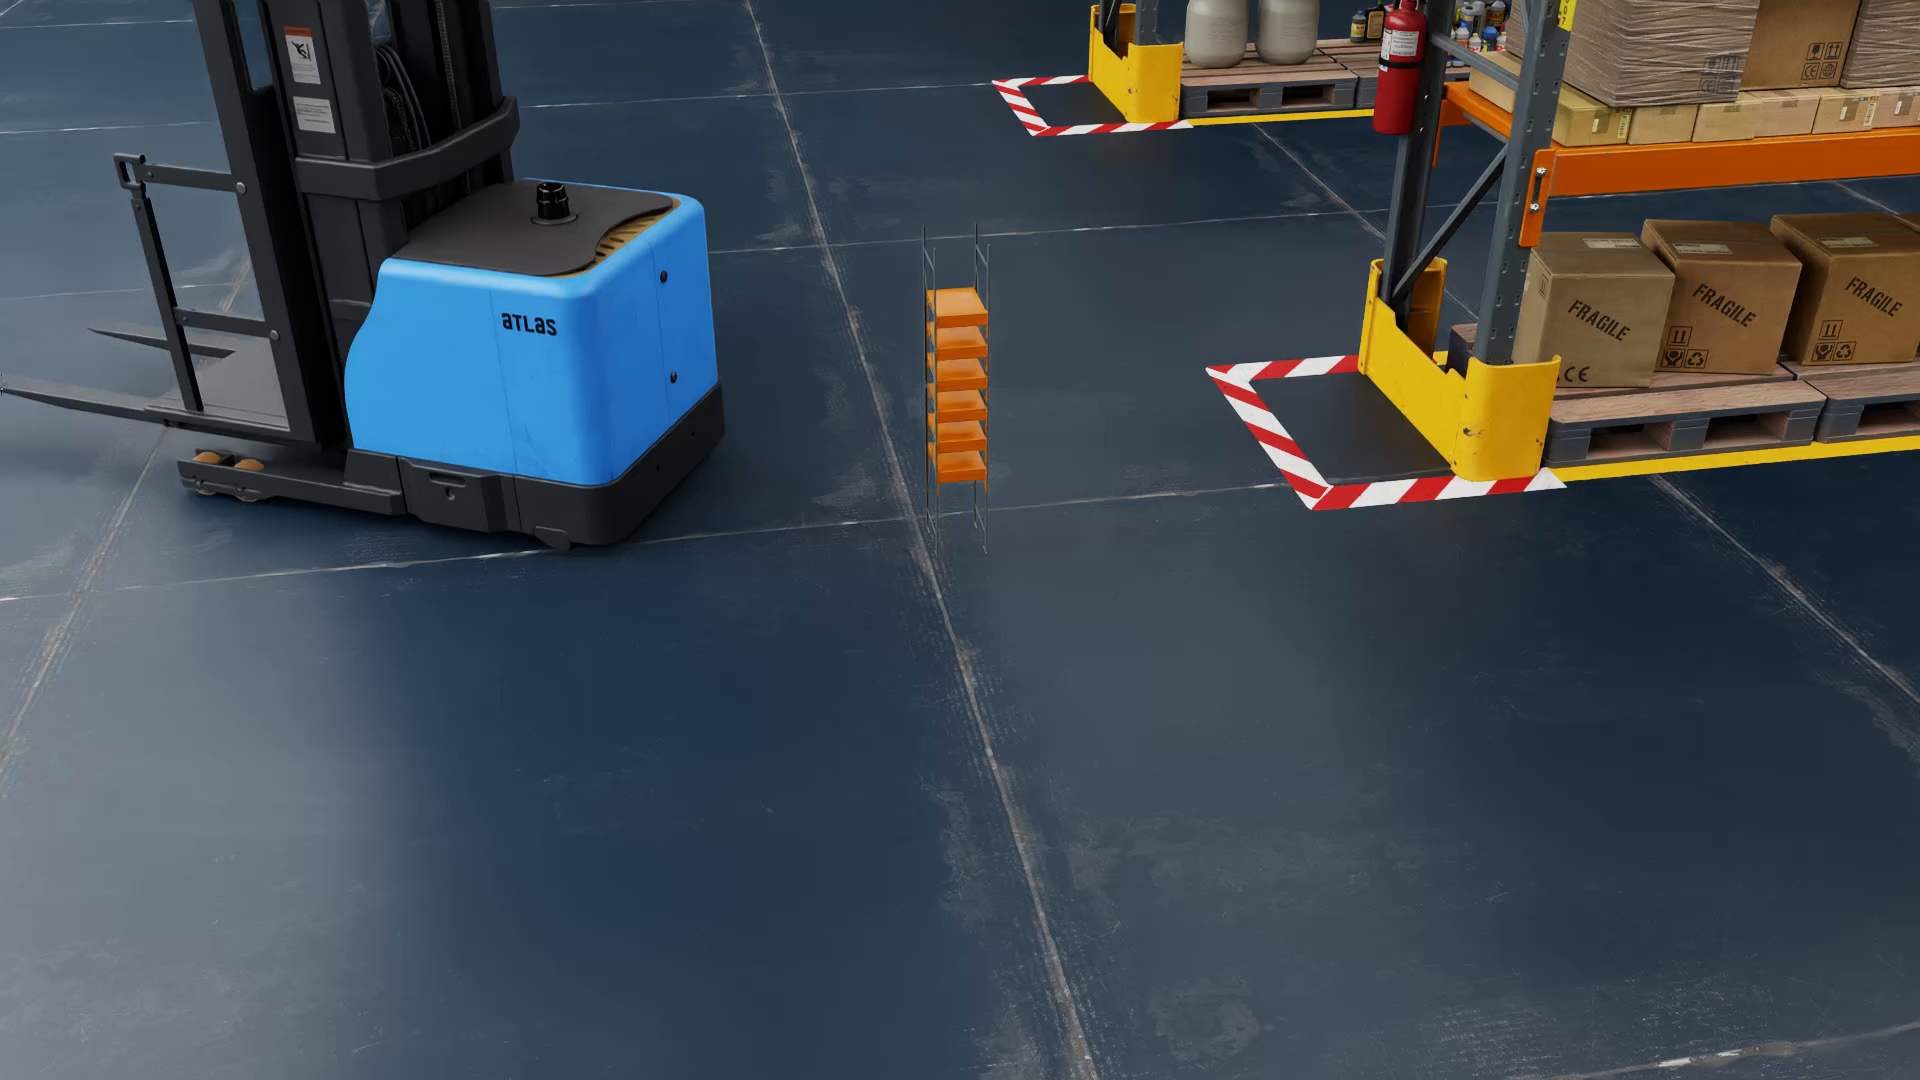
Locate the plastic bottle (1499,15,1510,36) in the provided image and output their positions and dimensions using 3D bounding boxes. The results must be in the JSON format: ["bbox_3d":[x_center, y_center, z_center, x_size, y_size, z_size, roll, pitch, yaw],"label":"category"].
[{"bbox_3d":[3.777,-3.464,11.428,0.133,0.283,0.061,-5,31,-9],"label":"plastic bottle"}]

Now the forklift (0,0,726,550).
[{"bbox_3d":[-2.541,-1.654,6.172,3.031,2.935,1.130,9,32,15],"label":"forklift"}]

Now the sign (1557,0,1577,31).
[{"bbox_3d":[2.100,-1.923,5.707,0.005,0.325,0.100,-5,31,-9],"label":"sign"}]

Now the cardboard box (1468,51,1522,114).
[{"bbox_3d":[2.246,-1.841,6.669,0.250,0.149,0.380,-5,31,-9],"label":"cardboard box"}]

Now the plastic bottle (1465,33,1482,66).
[{"bbox_3d":[3.483,-3.333,11.285,0.097,0.201,0.097,0,30,0],"label":"plastic bottle"}]

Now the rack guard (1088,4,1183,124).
[{"bbox_3d":[1.177,-3.243,11.271,0.348,0.500,1.175,-5,31,-9],"label":"rack guard"}]

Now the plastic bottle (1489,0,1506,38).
[{"bbox_3d":[3.853,-3.752,11.930,0.097,0.271,0.097,0,30,0],"label":"plastic bottle"}]

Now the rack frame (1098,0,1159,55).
[{"bbox_3d":[1.110,-4.290,10.586,0.127,3.000,1.000,-5,31,-9],"label":"rack frame"}]

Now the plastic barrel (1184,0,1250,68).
[{"bbox_3d":[1.744,-3.496,11.277,0.421,0.512,0.421,0,30,0],"label":"plastic barrel"}]

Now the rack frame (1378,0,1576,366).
[{"bbox_3d":[2.002,-1.820,6.386,0.127,3.000,1.000,-5,31,-9],"label":"rack frame"}]

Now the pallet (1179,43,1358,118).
[{"bbox_3d":[1.977,-3.190,11.466,1.213,0.211,1.003,-5,31,-9],"label":"pallet"}]

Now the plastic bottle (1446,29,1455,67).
[{"bbox_3d":[3.287,-3.345,11.237,0.097,0.271,0.097,0,30,0],"label":"plastic bottle"}]

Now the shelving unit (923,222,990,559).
[{"bbox_3d":[-0.014,-0.516,5.944,0.189,1.200,0.258,-5,31,-9],"label":"shelving unit"}]

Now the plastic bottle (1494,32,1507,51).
[{"bbox_3d":[3.685,-3.351,11.317,0.097,0.201,0.097,0,30,0],"label":"plastic bottle"}]

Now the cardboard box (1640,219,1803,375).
[{"bbox_3d":[3.202,-1.044,7.118,0.500,0.500,0.500,2,31,4],"label":"cardboard box"}]

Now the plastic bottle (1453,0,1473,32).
[{"bbox_3d":[3.572,-3.780,11.898,0.185,0.351,0.144,-6,31,-9],"label":"plastic bottle"}]

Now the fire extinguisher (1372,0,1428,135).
[{"bbox_3d":[1.807,-2.006,6.779,0.183,0.674,0.296,-5,31,-9],"label":"fire extinguisher"}]

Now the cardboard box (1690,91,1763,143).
[{"bbox_3d":[2.824,-1.648,6.341,0.250,0.149,0.380,-5,31,-9],"label":"cardboard box"}]

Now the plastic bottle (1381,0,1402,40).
[{"bbox_3d":[3.091,-3.701,11.838,0.135,0.276,0.152,-5,31,-9],"label":"plastic bottle"}]

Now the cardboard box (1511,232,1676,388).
[{"bbox_3d":[2.620,-0.972,6.996,0.500,0.500,0.500,0,30,0],"label":"cardboard box"}]

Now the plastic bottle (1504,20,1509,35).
[{"bbox_3d":[3.796,-3.408,11.340,0.135,0.276,0.152,-5,31,-8],"label":"plastic bottle"}]

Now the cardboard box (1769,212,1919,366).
[{"bbox_3d":[3.821,-1.092,7.199,0.500,0.500,0.500,-3,31,-4],"label":"cardboard box"}]

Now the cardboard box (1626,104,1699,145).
[{"bbox_3d":[2.575,-1.632,6.315,0.250,0.149,0.380,-5,31,-9],"label":"cardboard box"}]

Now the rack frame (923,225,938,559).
[{"bbox_3d":[-0.104,-0.508,5.929,0.006,1.200,0.240,-5,31,-9],"label":"rack frame"}]

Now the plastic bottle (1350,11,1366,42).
[{"bbox_3d":[2.838,-3.659,11.841,0.097,0.201,0.097,0,30,0],"label":"plastic bottle"}]

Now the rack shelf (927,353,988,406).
[{"bbox_3d":[-0.014,-0.581,5.905,0.180,0.103,0.258,-5,31,-9],"label":"rack shelf"}]

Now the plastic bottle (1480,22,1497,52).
[{"bbox_3d":[3.585,-3.372,11.284,0.097,0.271,0.097,0,30,0],"label":"plastic bottle"}]

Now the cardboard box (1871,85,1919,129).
[{"bbox_3d":[3.554,-1.737,6.492,0.250,0.149,0.380,-5,31,-9],"label":"cardboard box"}]

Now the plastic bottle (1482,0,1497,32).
[{"bbox_3d":[3.821,-3.795,11.991,0.133,0.283,0.061,-4,31,-7],"label":"plastic bottle"}]

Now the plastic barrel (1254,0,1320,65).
[{"bbox_3d":[2.237,-3.542,11.355,0.421,0.512,0.421,0,30,0],"label":"plastic barrel"}]

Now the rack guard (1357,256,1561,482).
[{"bbox_3d":[2.077,-0.750,7.032,0.348,0.500,1.175,-5,31,-9],"label":"rack guard"}]

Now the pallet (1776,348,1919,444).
[{"bbox_3d":[4.080,-0.791,7.388,1.213,0.211,1.003,-5,31,-9],"label":"pallet"}]

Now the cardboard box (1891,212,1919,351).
[{"bbox_3d":[4.378,-1.120,7.248,0.500,0.500,0.500,-8,31,-13],"label":"cardboard box"}]

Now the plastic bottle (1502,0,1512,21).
[{"bbox_3d":[3.991,-3.819,11.964,0.185,0.351,0.144,-7,31,-11],"label":"plastic bottle"}]

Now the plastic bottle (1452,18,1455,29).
[{"bbox_3d":[3.454,-3.642,11.812,0.097,0.201,0.097,0,30,0],"label":"plastic bottle"}]

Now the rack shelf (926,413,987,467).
[{"bbox_3d":[-0.014,-0.374,6.027,0.180,0.103,0.258,-5,31,-9],"label":"rack shelf"}]

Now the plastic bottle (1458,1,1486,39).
[{"bbox_3d":[3.624,-3.676,11.795,0.135,0.276,0.152,-5,31,-9],"label":"plastic bottle"}]

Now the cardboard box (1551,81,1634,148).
[{"bbox_3d":[2.326,-1.619,6.292,0.250,0.149,0.380,-5,31,-9],"label":"cardboard box"}]

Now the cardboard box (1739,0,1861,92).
[{"bbox_3d":[3.019,-2.134,6.527,0.500,0.500,0.875,-5,31,-9],"label":"cardboard box"}]

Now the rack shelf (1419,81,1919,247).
[{"bbox_3d":[3.970,-1.693,6.879,4.000,0.370,1.077,-5,31,-9],"label":"rack shelf"}]

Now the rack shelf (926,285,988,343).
[{"bbox_3d":[-0.014,-0.788,5.784,0.180,0.103,0.258,-5,31,-9],"label":"rack shelf"}]

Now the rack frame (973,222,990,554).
[{"bbox_3d":[0.076,-0.524,5.958,0.006,1.200,0.240,-5,31,-9],"label":"rack frame"}]

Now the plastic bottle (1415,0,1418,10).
[{"bbox_3d":[3.227,-3.713,11.859,0.135,0.276,0.152,-6,31,-10],"label":"plastic bottle"}]

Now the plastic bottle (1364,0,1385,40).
[{"bbox_3d":[2.950,-3.714,11.854,0.133,0.283,0.061,-5,31,-8],"label":"plastic bottle"}]

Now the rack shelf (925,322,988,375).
[{"bbox_3d":[-0.014,-0.684,5.844,0.180,0.103,0.258,-5,31,-9],"label":"rack shelf"}]

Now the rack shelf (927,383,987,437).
[{"bbox_3d":[-0.014,-0.478,5.966,0.180,0.103,0.258,-5,31,-9],"label":"rack shelf"}]

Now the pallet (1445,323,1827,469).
[{"bbox_3d":[2.883,-0.682,7.201,1.213,0.211,1.003,-5,31,-9],"label":"pallet"}]

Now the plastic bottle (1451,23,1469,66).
[{"bbox_3d":[3.385,-3.354,11.252,0.097,0.271,0.097,0,30,0],"label":"plastic bottle"}]

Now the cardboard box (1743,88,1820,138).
[{"bbox_3d":[3.066,-1.681,6.397,0.250,0.149,0.380,-5,31,-9],"label":"cardboard box"}]

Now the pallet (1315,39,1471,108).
[{"bbox_3d":[3.174,-3.299,11.653,1.213,0.211,1.003,-5,31,-9],"label":"pallet"}]

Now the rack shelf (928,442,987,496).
[{"bbox_3d":[-0.014,-0.271,6.088,0.180,0.103,0.258,-5,31,-9],"label":"rack shelf"}]

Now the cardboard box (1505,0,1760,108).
[{"bbox_3d":[2.548,-2.028,6.348,0.500,0.500,0.875,-5,31,-9],"label":"cardboard box"}]

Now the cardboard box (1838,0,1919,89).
[{"bbox_3d":[3.518,-2.158,6.568,0.500,0.500,0.875,-5,31,-9],"label":"cardboard box"}]

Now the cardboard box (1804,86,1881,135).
[{"bbox_3d":[3.313,-1.700,6.430,0.250,0.149,0.380,-5,31,-9],"label":"cardboard box"}]
